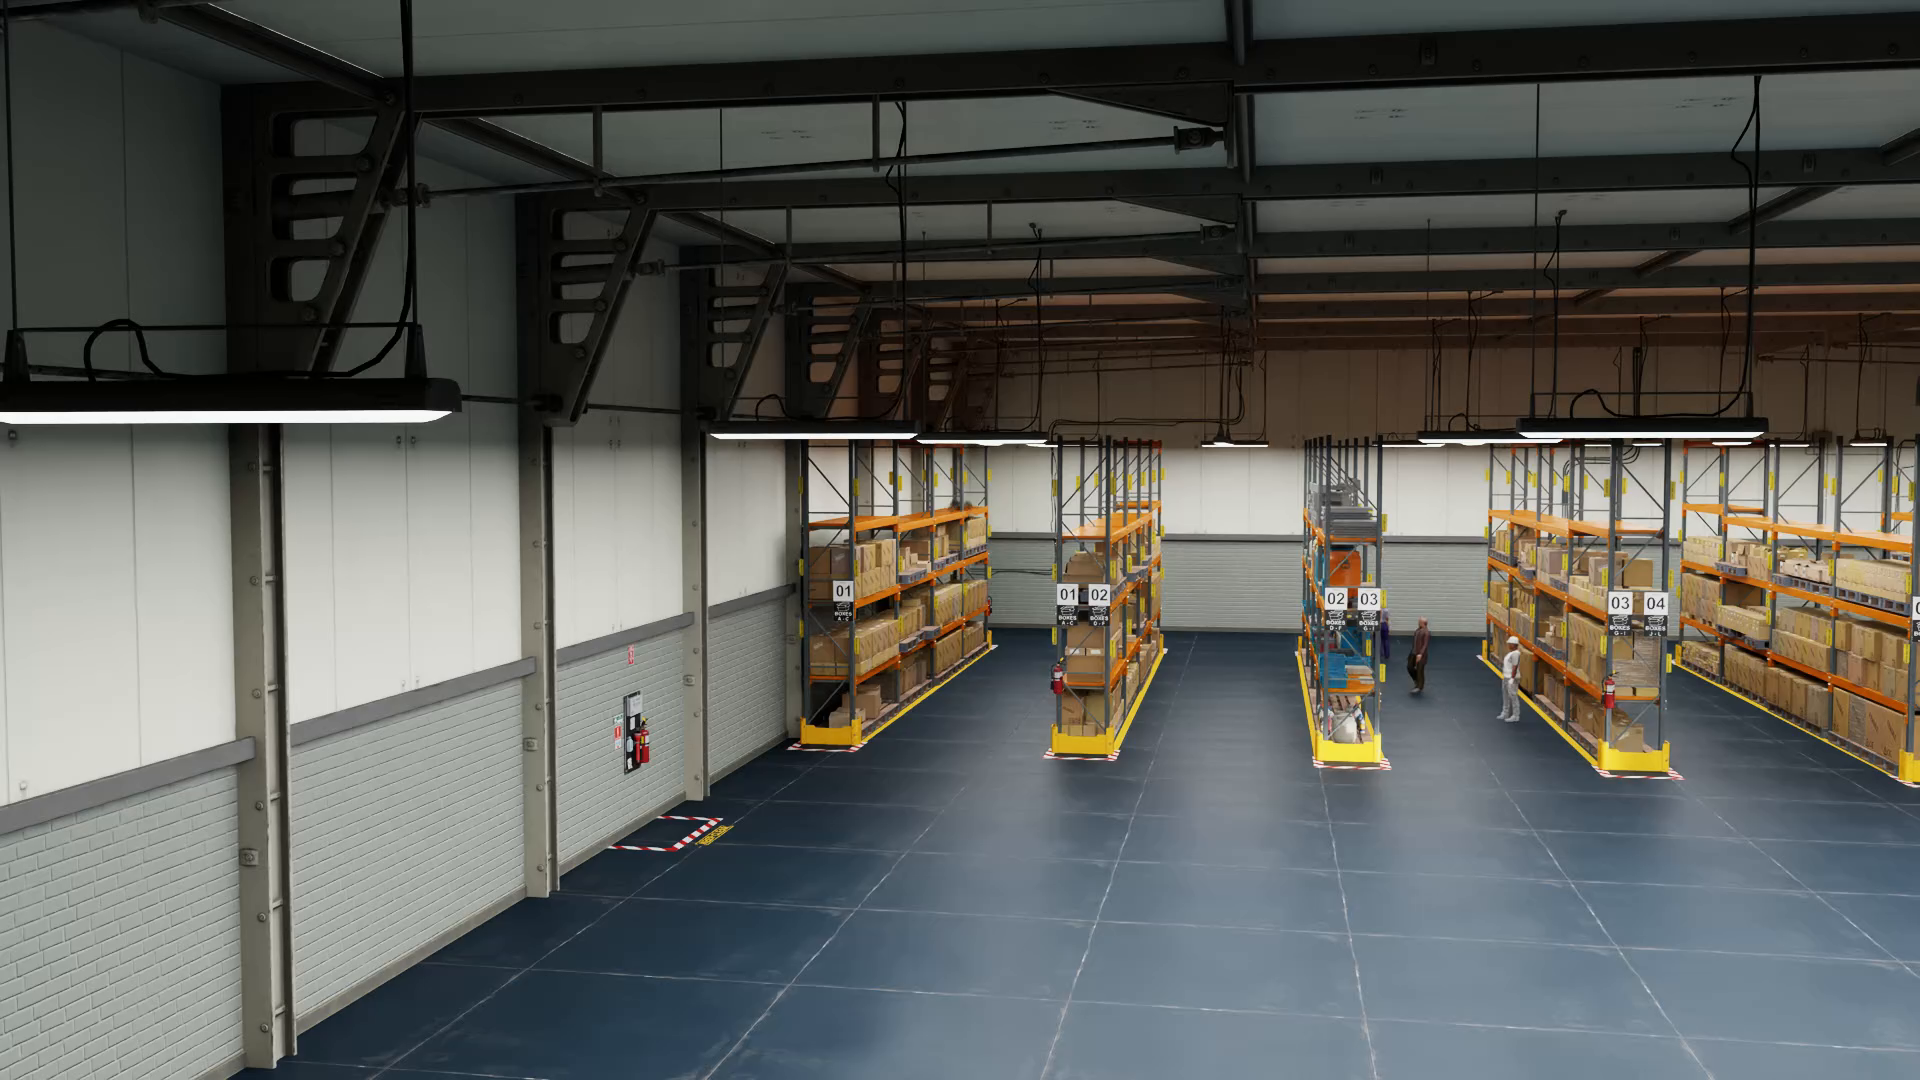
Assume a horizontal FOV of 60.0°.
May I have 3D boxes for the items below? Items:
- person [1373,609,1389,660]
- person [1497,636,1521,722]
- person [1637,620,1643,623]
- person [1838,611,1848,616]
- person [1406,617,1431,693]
[{"bbox_3d":[11.505,2.447,45.414,0.505,1.659,0.441,-3,4,-40],"label":"person"},{"bbox_3d":[11.646,2.924,35.190,0.480,1.781,0.620,0,3,-3],"label":"person"},{"bbox_3d":[18.199,2.447,45.042,0.541,1.642,0.461,3,4,42],"label":"person"},{"bbox_3d":[22.138,2.634,41.776,0.554,1.704,0.689,-1,3,-15],"label":"person"},{"bbox_3d":[10.835,2.719,39.325,0.554,1.795,0.655,-1,3,-22],"label":"person"}]
